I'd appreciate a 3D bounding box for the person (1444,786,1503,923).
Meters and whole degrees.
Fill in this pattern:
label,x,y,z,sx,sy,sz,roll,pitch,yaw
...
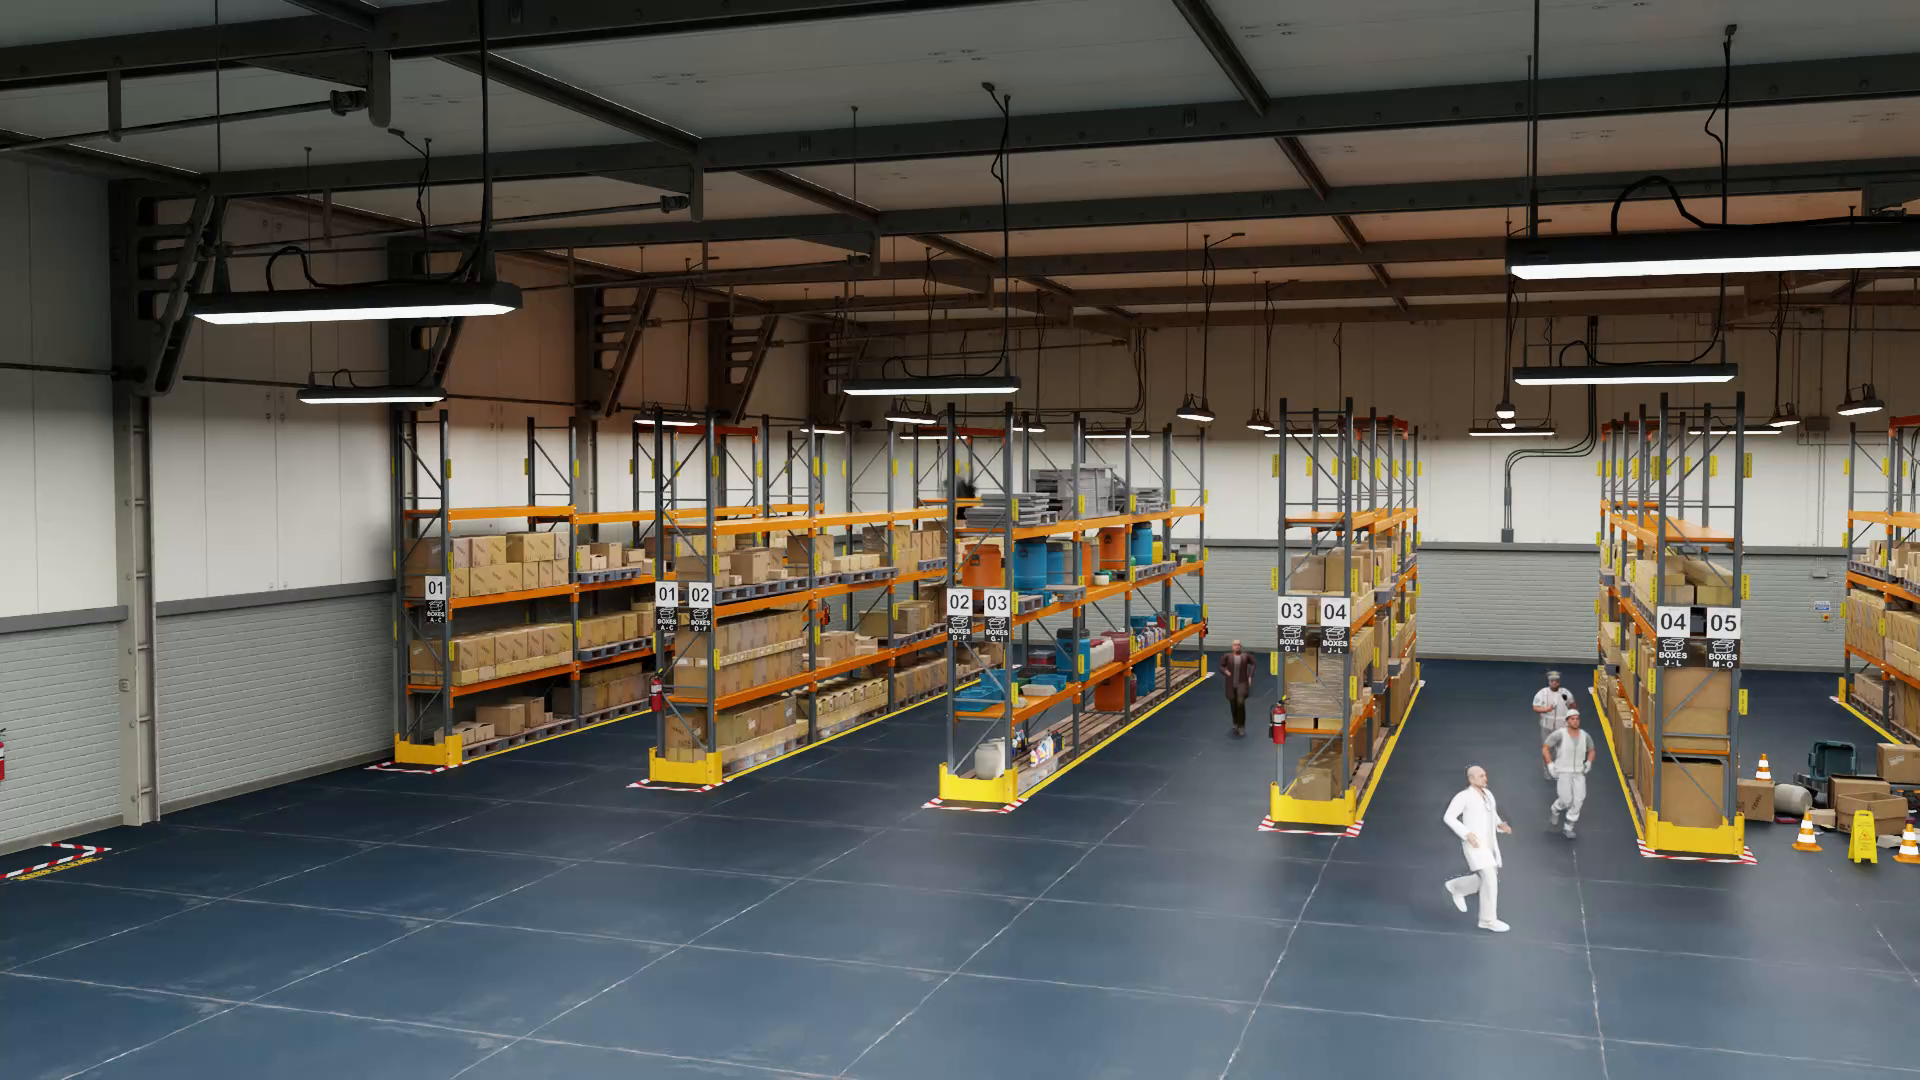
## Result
label,x,y,z,sx,sy,sz,roll,pitch,yaw
person,5.628,3.412,18.229,0.719,1.458,0.691,-2,3,-36

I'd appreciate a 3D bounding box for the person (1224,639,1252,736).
label,x,y,z,sx,sy,sz,roll,pitch,yaw
person,5.214,2.785,31.388,0.650,1.832,0.822,1,3,16

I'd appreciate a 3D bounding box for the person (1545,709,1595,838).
label,x,y,z,sx,sy,sz,roll,pitch,yaw
person,8.318,3.164,22.650,0.654,1.733,0.564,0,2,-3

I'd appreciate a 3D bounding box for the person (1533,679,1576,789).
label,x,y,z,sx,sy,sz,roll,pitch,yaw
person,9.399,3.006,26.309,0.642,1.785,0.845,1,3,19
